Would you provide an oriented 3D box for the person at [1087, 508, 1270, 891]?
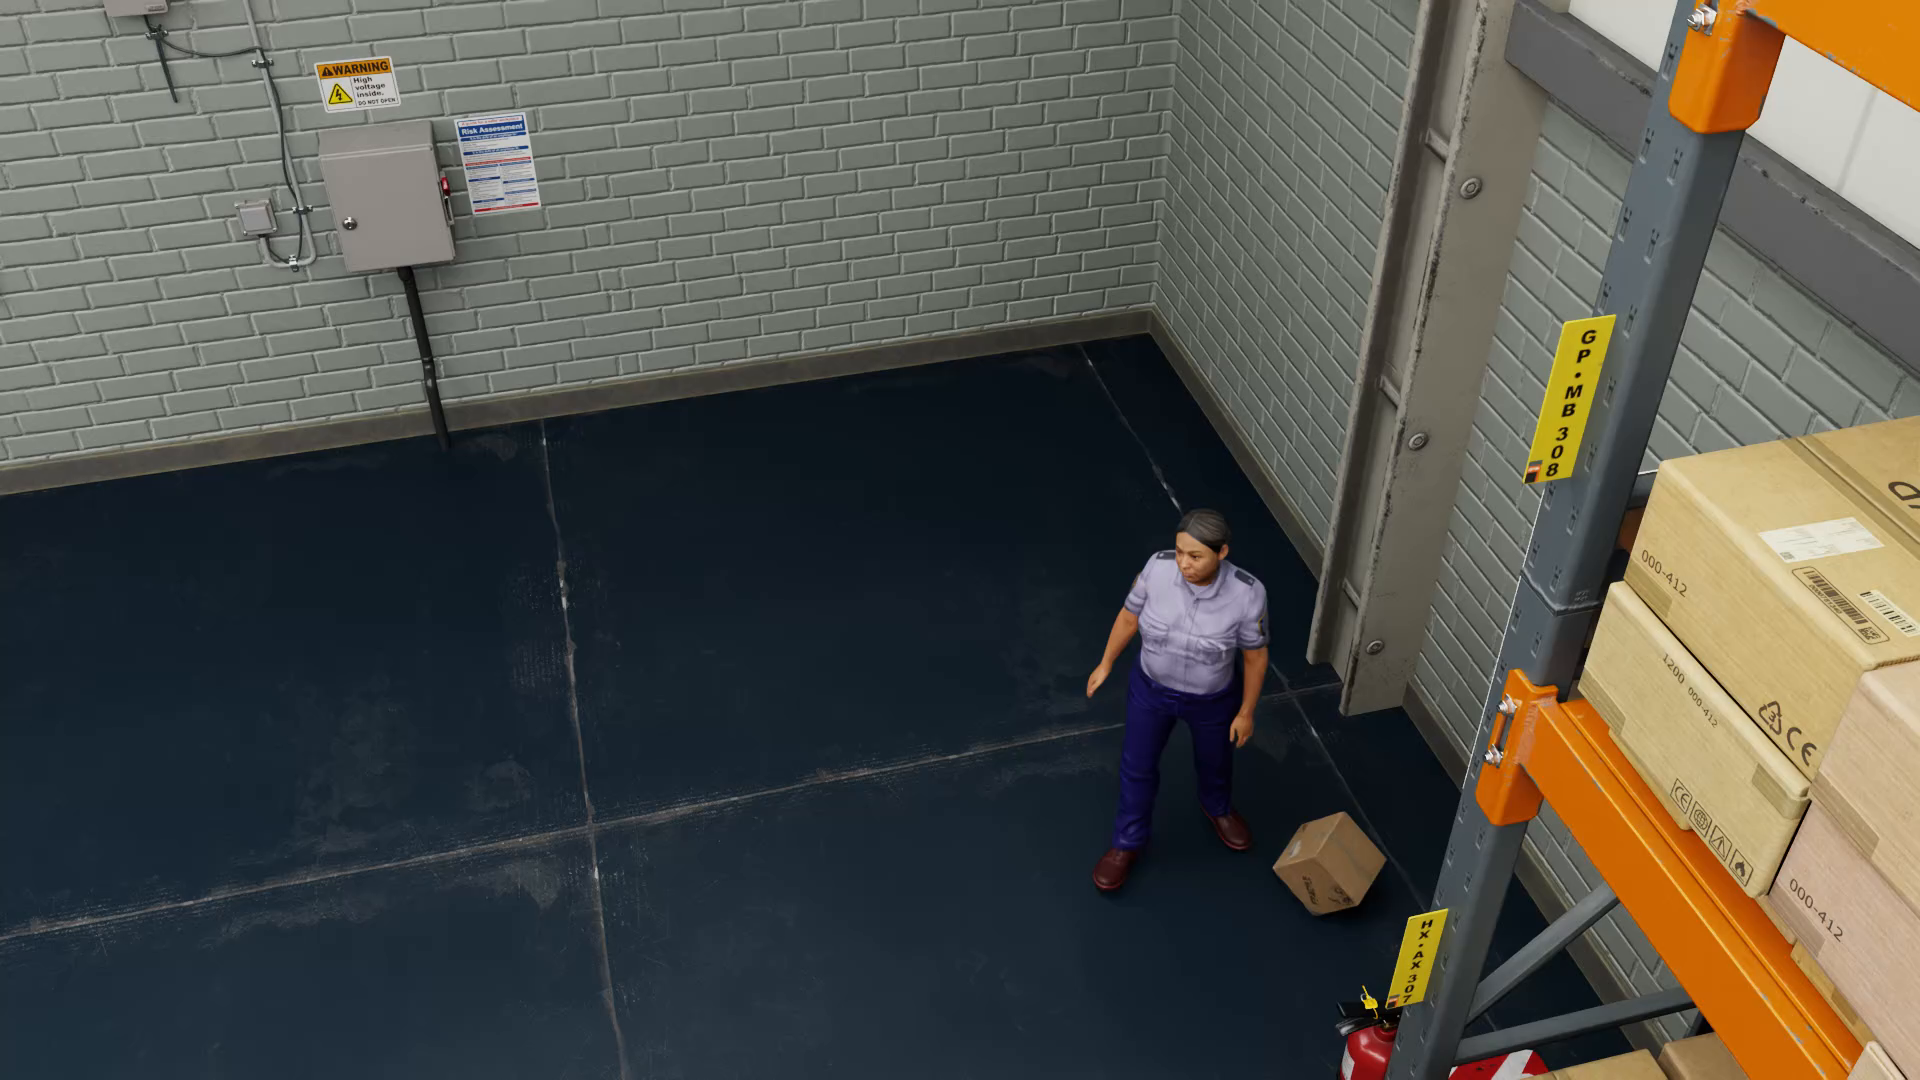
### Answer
[{"bbox_3d":[0.784,0.564,6.006,0.670,1.623,0.613,13,40,16],"label":"person"}]
